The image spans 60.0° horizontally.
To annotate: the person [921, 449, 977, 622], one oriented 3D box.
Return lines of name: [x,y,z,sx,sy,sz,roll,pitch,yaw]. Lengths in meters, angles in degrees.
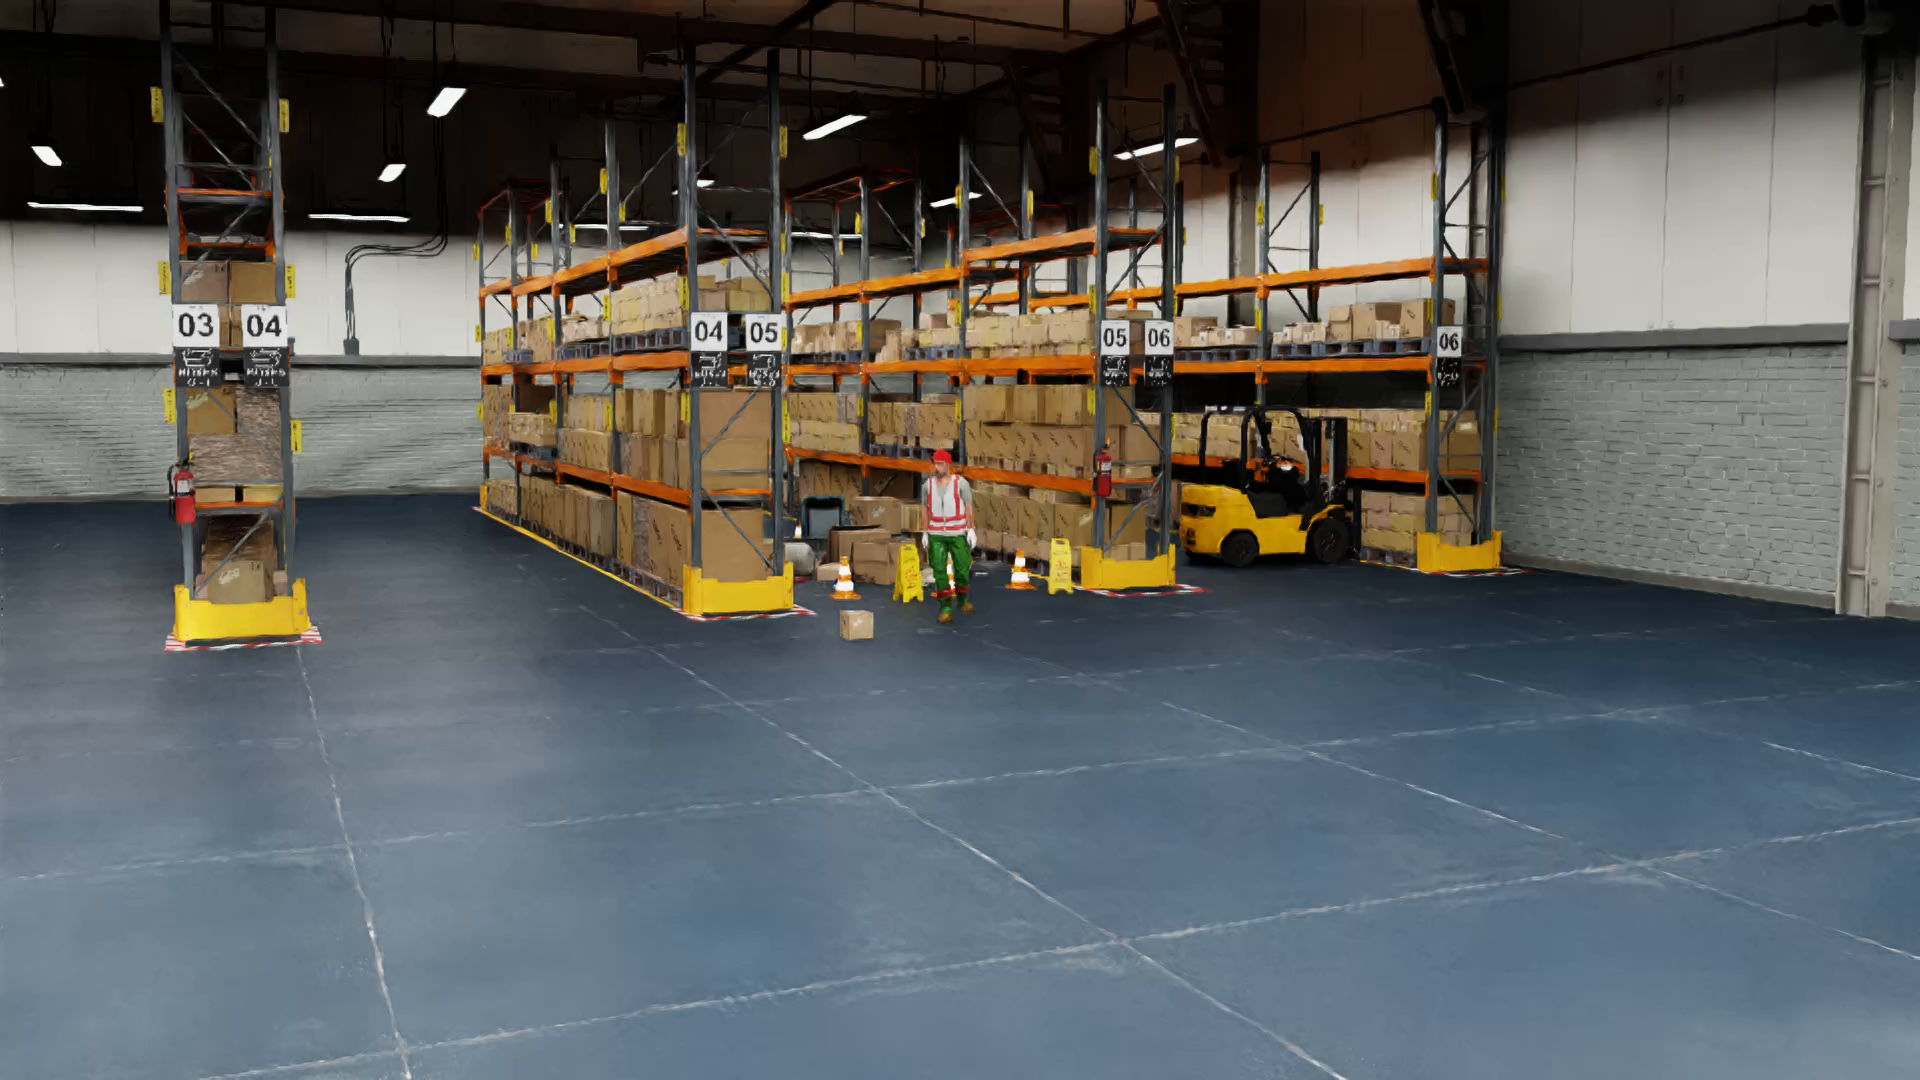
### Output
person: [-0.108,-0.057,17.198,0.587,1.780,0.573,1,5,10]
